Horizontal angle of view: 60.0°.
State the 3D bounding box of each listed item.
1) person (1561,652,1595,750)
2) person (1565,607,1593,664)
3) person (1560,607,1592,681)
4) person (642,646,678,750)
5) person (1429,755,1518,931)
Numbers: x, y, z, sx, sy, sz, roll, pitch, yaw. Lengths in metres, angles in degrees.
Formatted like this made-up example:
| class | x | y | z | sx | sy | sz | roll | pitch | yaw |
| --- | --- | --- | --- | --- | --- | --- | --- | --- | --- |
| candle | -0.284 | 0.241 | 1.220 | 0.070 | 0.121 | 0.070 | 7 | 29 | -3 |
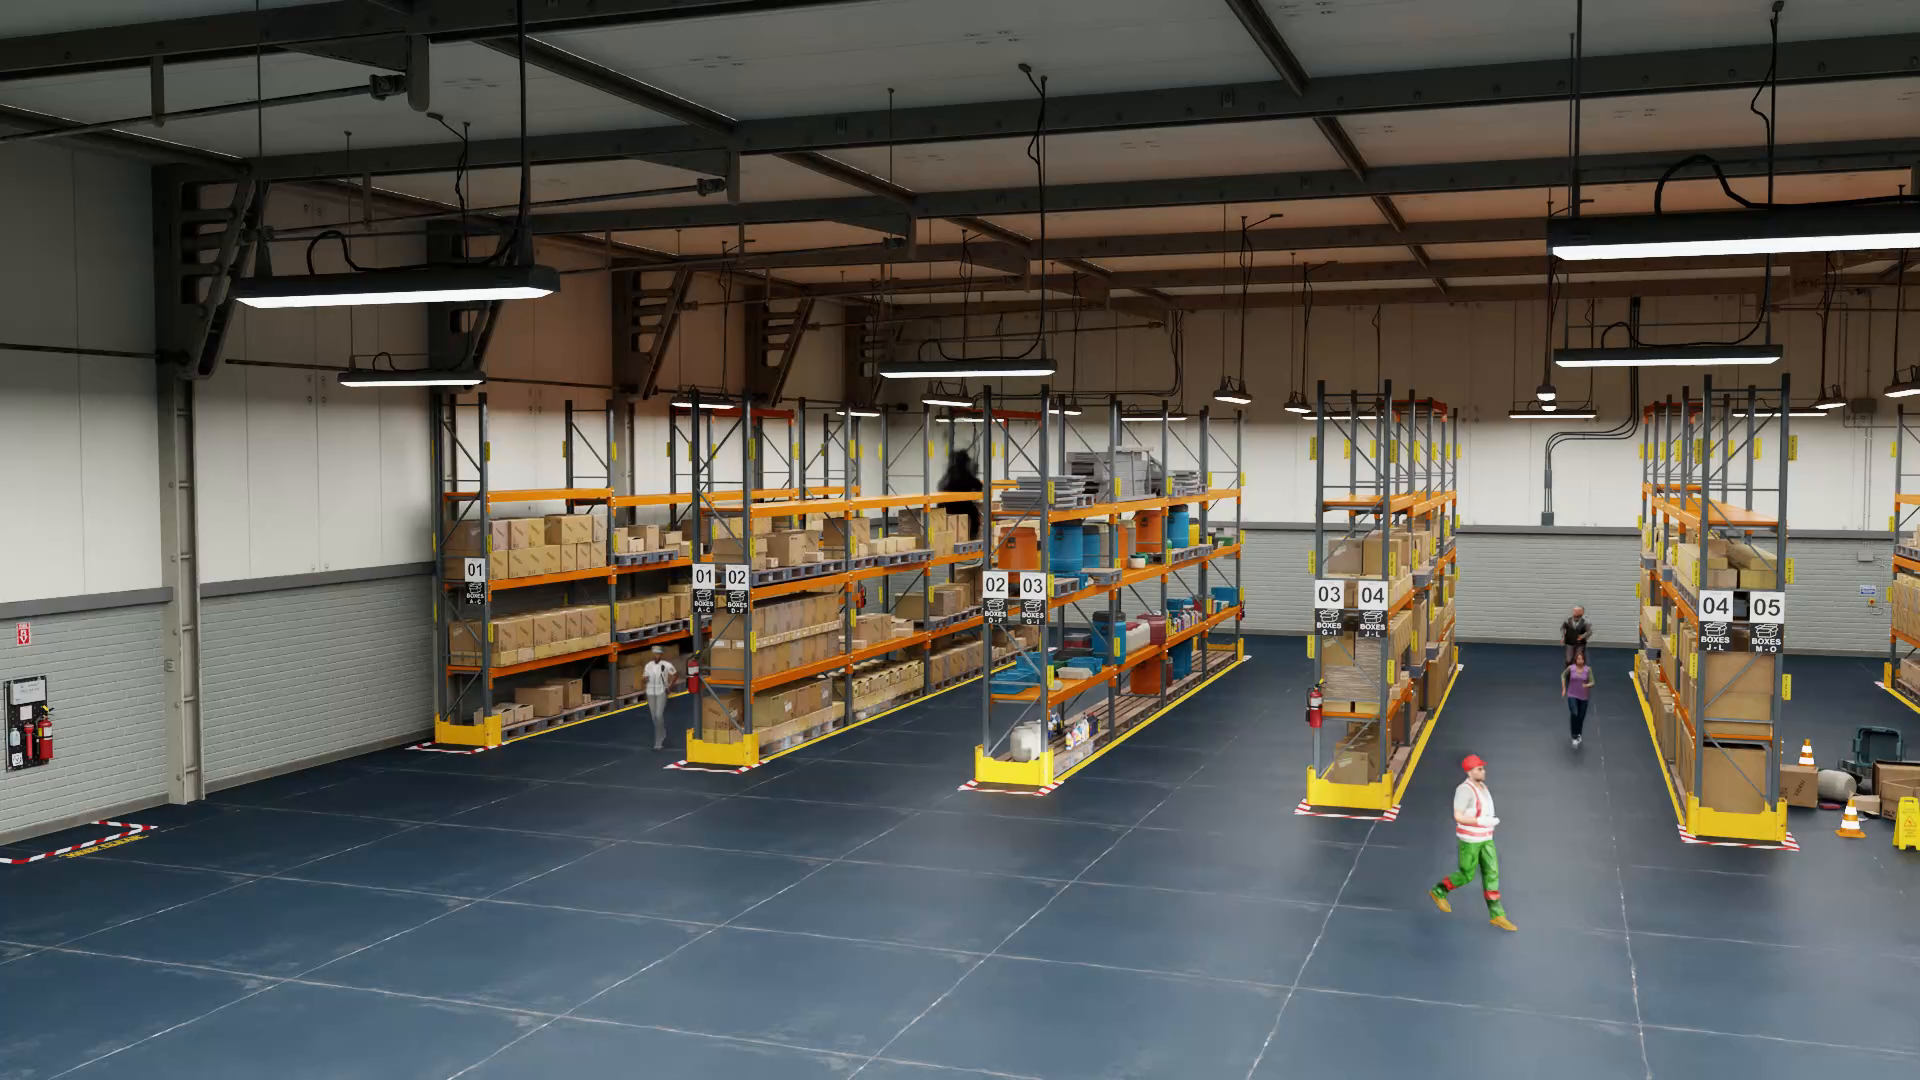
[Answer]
| class | x | y | z | sx | sy | sz | roll | pitch | yaw |
| --- | --- | --- | --- | --- | --- | --- | --- | --- | --- |
| person | 10.450 | 2.705 | 28.112 | 0.499 | 1.638 | 0.783 | 1 | 3 | 12 |
| person | 13.573 | 2.268 | 36.552 | 0.647 | 1.615 | 0.613 | 2 | 4 | 36 |
| person | 13.169 | 2.267 | 35.606 | 0.650 | 1.681 | 0.577 | 1 | 3 | 24 |
| person | -5.114 | 2.660 | 28.167 | 0.557 | 1.751 | 0.716 | 1 | 3 | 14 |
| person | 5.407 | 3.153 | 17.499 | 0.656 | 1.786 | 0.987 | -3 | 4 | -41 |
